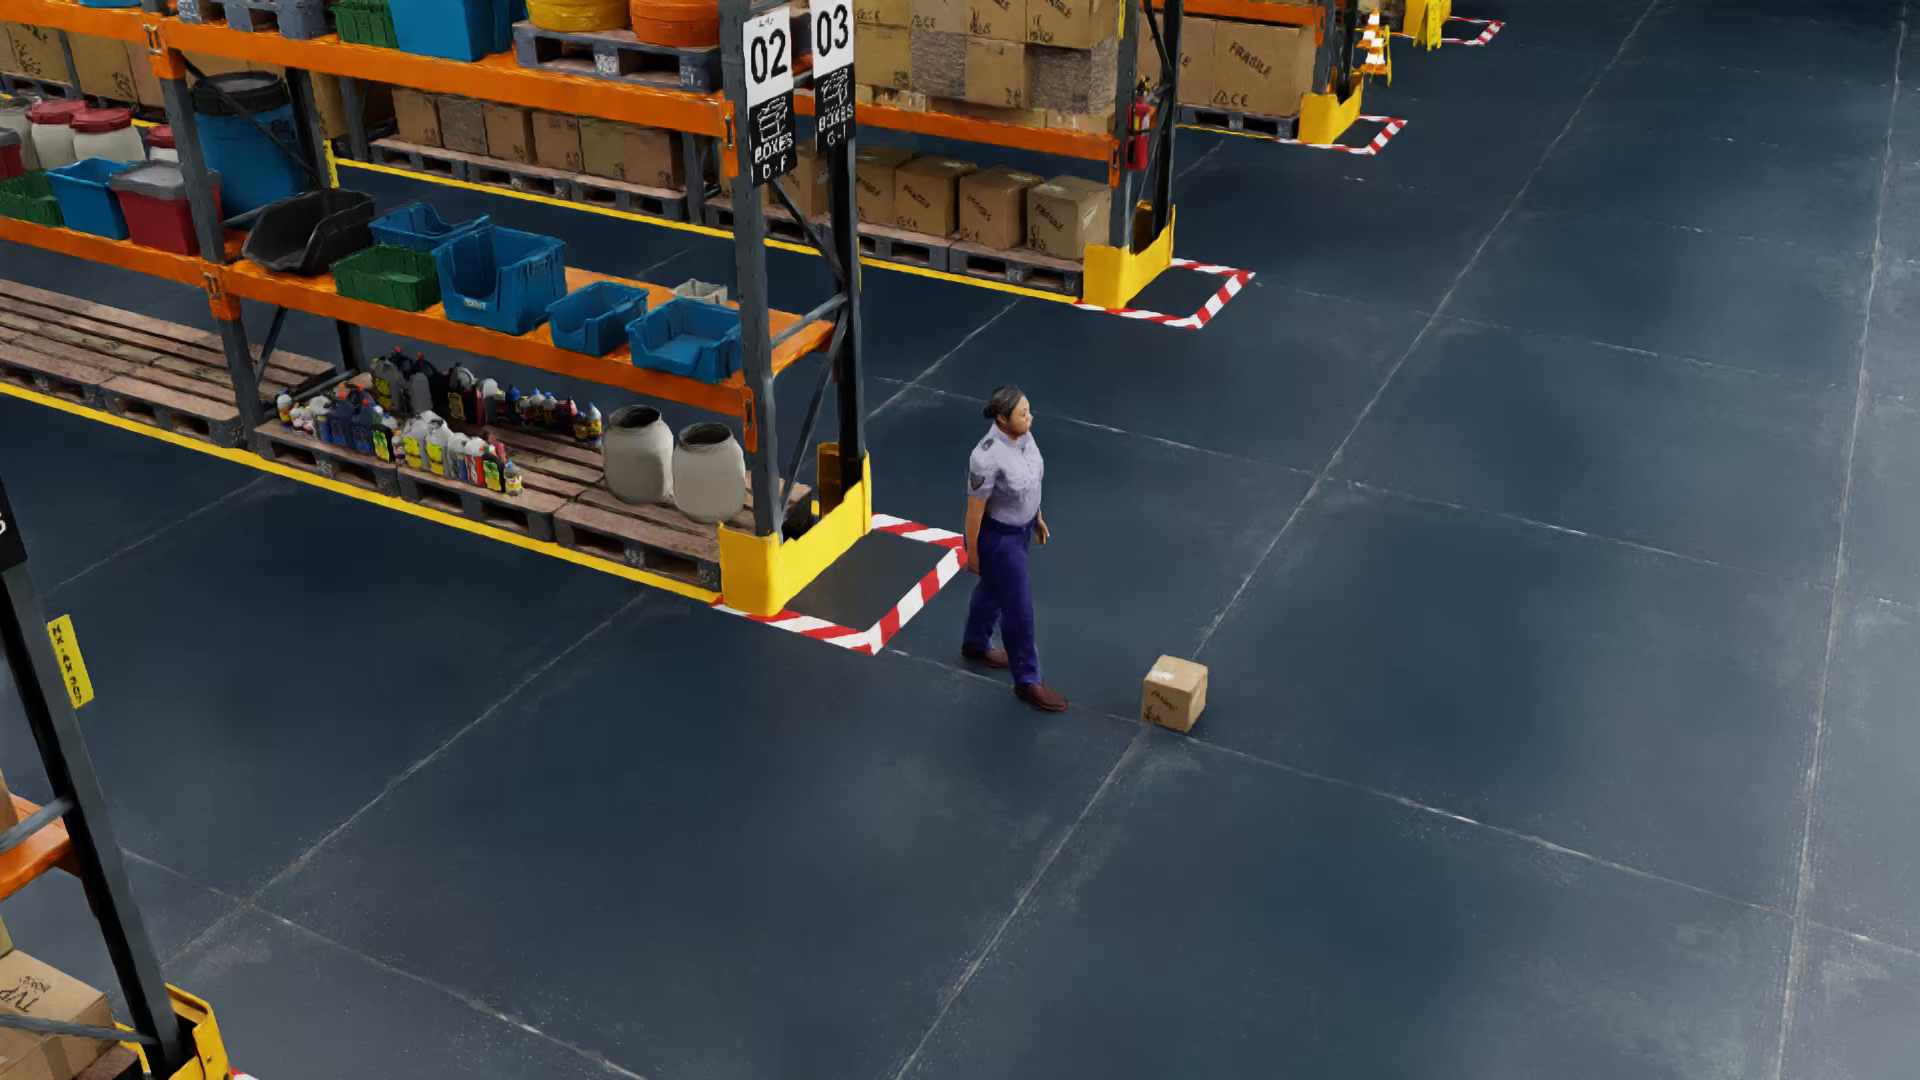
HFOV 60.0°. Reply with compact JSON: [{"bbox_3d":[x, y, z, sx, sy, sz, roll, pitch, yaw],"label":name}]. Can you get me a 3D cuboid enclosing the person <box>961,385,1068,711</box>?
[{"bbox_3d":[0.305,-0.005,8.292,0.683,1.624,0.494,12,32,20],"label":"person"}]
